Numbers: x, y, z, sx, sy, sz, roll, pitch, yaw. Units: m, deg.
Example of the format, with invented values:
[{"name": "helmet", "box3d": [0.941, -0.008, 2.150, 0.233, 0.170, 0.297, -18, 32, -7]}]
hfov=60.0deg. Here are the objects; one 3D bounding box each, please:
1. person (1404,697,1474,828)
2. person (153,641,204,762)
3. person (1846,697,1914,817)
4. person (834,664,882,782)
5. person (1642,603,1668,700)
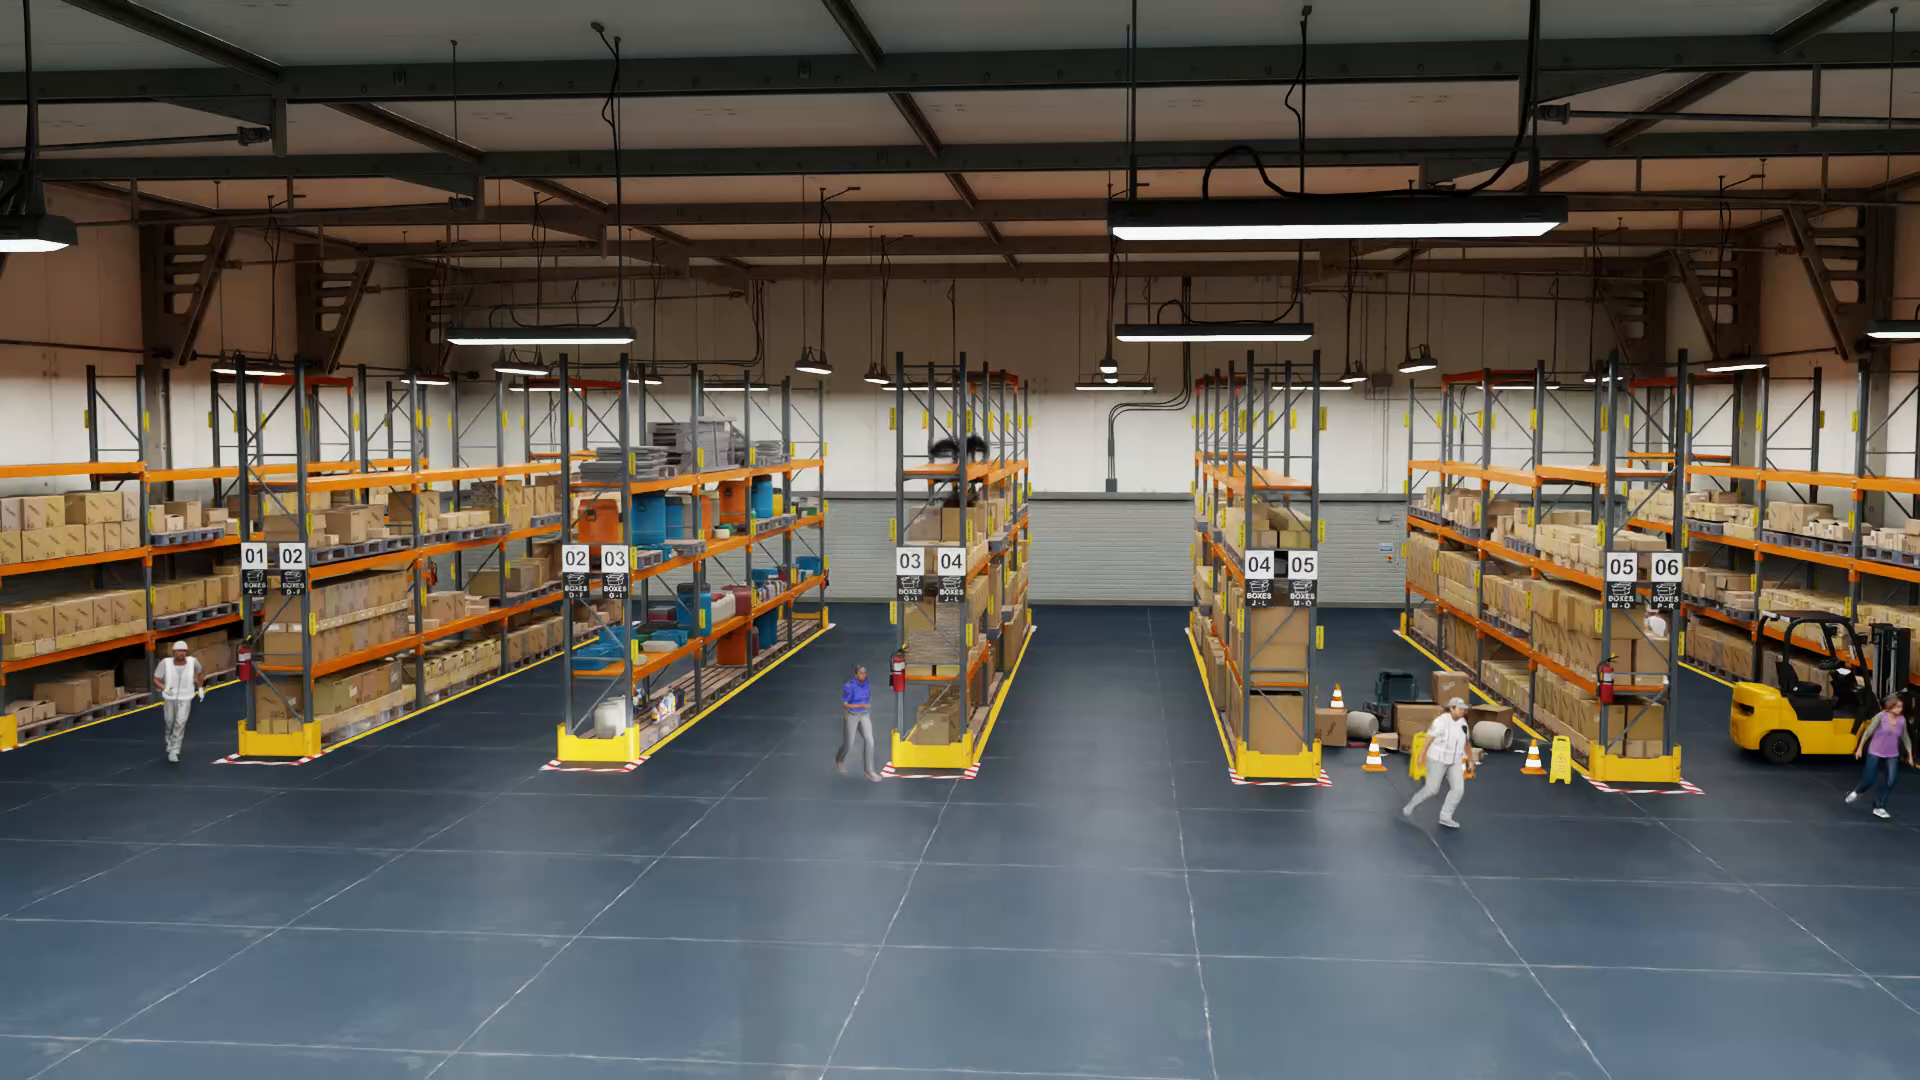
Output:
[{"name": "person", "box3d": [5.977, 2.730, 20.682, 0.664, 1.605, 0.710, -2, 4, -24]}, {"name": "person", "box3d": [-11.645, 2.365, 24.801, 0.681, 1.769, 0.893, -2, 4, -22]}, {"name": "person", "box3d": [11.718, 2.726, 21.177, 0.589, 1.542, 0.611, 0, 4, 4]}, {"name": "person", "box3d": [-1.478, 2.526, 23.324, 0.512, 1.641, 0.960, -3, 5, -33]}, {"name": "person", "box3d": [12.471, 2.006, 29.923, 0.620, 1.720, 0.947, 0, 4, -5]}]
